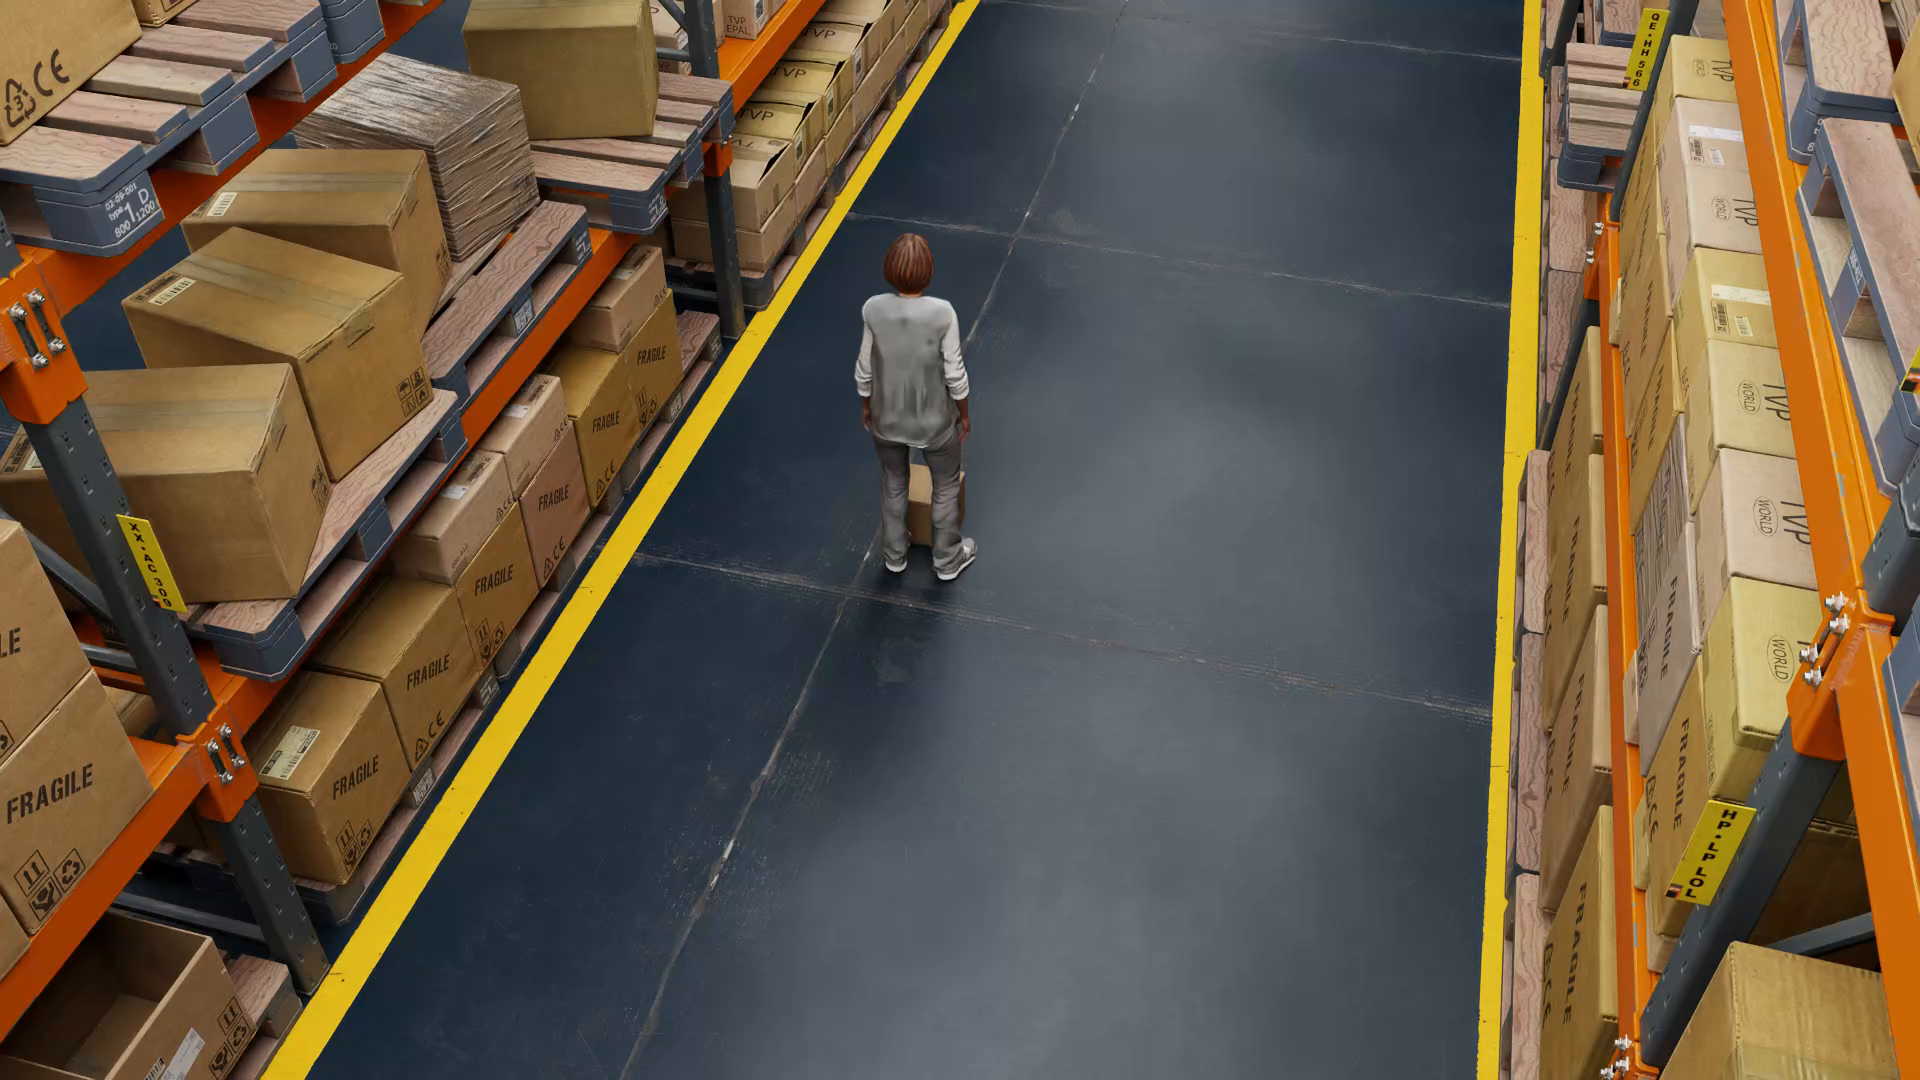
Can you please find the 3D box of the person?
[{"bbox_3d":[-0.180,-0.495,6.725,0.472,1.592,0.347,8,42,9],"label":"person"}]
